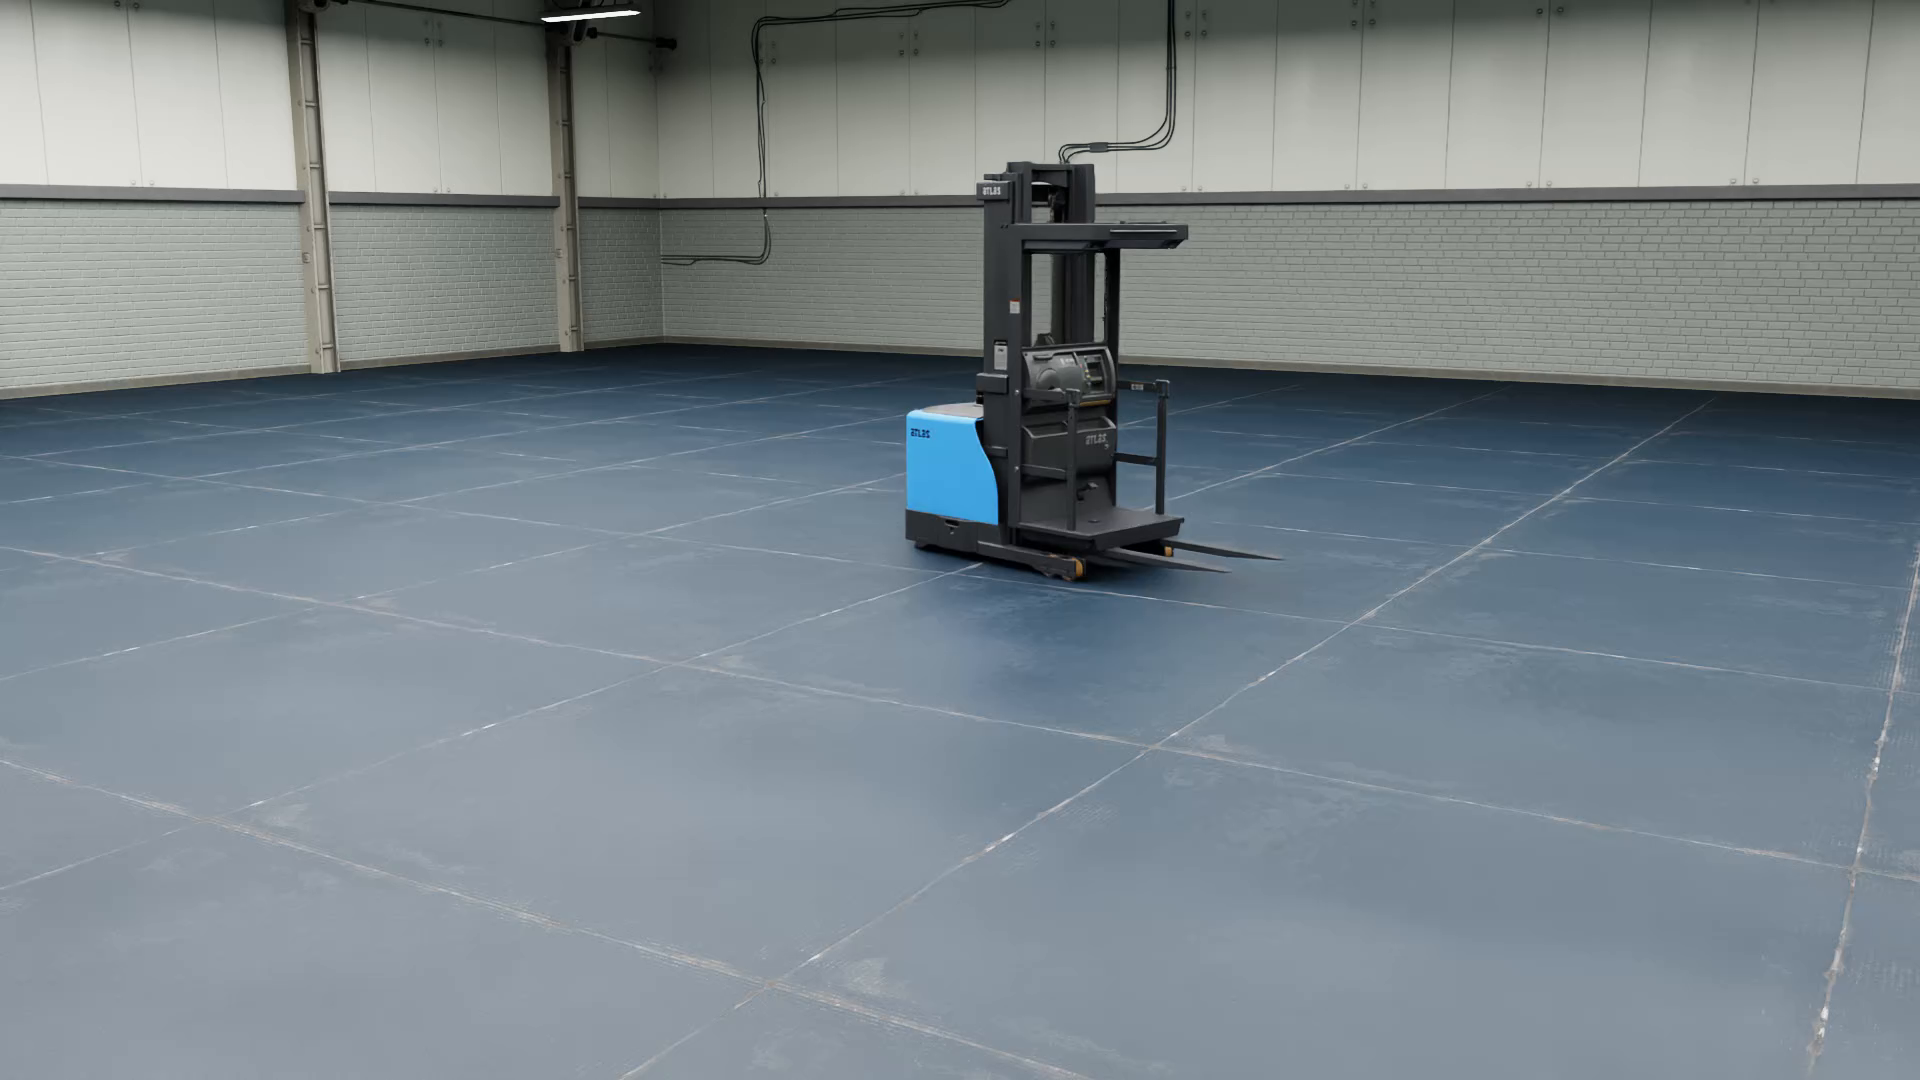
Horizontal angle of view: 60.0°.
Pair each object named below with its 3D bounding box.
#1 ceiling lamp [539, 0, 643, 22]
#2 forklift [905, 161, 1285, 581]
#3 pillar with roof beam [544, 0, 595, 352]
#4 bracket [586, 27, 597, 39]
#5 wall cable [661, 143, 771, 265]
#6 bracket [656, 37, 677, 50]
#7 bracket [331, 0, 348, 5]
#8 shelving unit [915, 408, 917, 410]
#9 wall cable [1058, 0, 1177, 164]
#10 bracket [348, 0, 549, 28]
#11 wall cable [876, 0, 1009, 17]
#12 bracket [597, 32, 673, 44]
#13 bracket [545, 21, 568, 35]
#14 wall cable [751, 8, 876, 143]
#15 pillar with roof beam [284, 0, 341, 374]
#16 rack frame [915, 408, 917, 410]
[{"bbox_3d":[-5.889,-10.097,26.984,2.000,3.185,0.800,6,12,31],"label":"ceiling lamp"},{"bbox_3d":[0.957,-1.253,12.098,1.130,2.935,3.031,-10,15,-43],"label":"forklift"},{"bbox_3d":[-4.263,-7.878,30.994,9.100,9.000,0.548,6,12,31],"label":"pillar with roof beam"},{"bbox_3d":[-7.424,-10.090,33.028,0.235,0.232,0.430,6,12,31],"label":"bracket"},{"bbox_3d":[-5.283,-7.100,35.277,3.097,2.526,0.112,6,12,31],"label":"wall cable"},{"bbox_3d":[-6.193,-10.463,35.018,0.235,0.232,0.430,6,12,31],"label":"bracket"},{"bbox_3d":[-10.539,-9.146,27.987,0.235,0.232,0.430,6,12,31],"label":"bracket"},{"bbox_3d":[-0.199,-0.541,13.408,0.215,1.050,0.252,10,15,44],"label":"shelving unit"},{"bbox_3d":[2.823,-9.388,29.820,2.305,6.003,0.169,6,12,31],"label":"wall cable"},{"bbox_3d":[-9.192,-9.554,30.166,0.076,0.066,4.783,6,12,31],"label":"bracket"},{"bbox_3d":[-0.326,-11.264,31.434,3.097,2.526,0.112,6,12,31],"label":"wall cable"},{"bbox_3d":[-6.500,-10.370,34.522,0.076,0.066,3.189,6,12,31],"label":"bracket"},{"bbox_3d":[-7.854,-9.959,32.330,0.235,0.232,0.430,6,12,31],"label":"bracket"},{"bbox_3d":[-2.971,-9.324,33.432,3.097,2.526,0.112,6,12,31],"label":"wall cable"},{"bbox_3d":[-7.378,-6.934,25.954,9.100,9.000,0.548,6,12,31],"label":"pillar with roof beam"},{"bbox_3d":[-0.286,-0.526,13.323,0.200,1.050,0.008,10,15,44],"label":"rack frame"}]
